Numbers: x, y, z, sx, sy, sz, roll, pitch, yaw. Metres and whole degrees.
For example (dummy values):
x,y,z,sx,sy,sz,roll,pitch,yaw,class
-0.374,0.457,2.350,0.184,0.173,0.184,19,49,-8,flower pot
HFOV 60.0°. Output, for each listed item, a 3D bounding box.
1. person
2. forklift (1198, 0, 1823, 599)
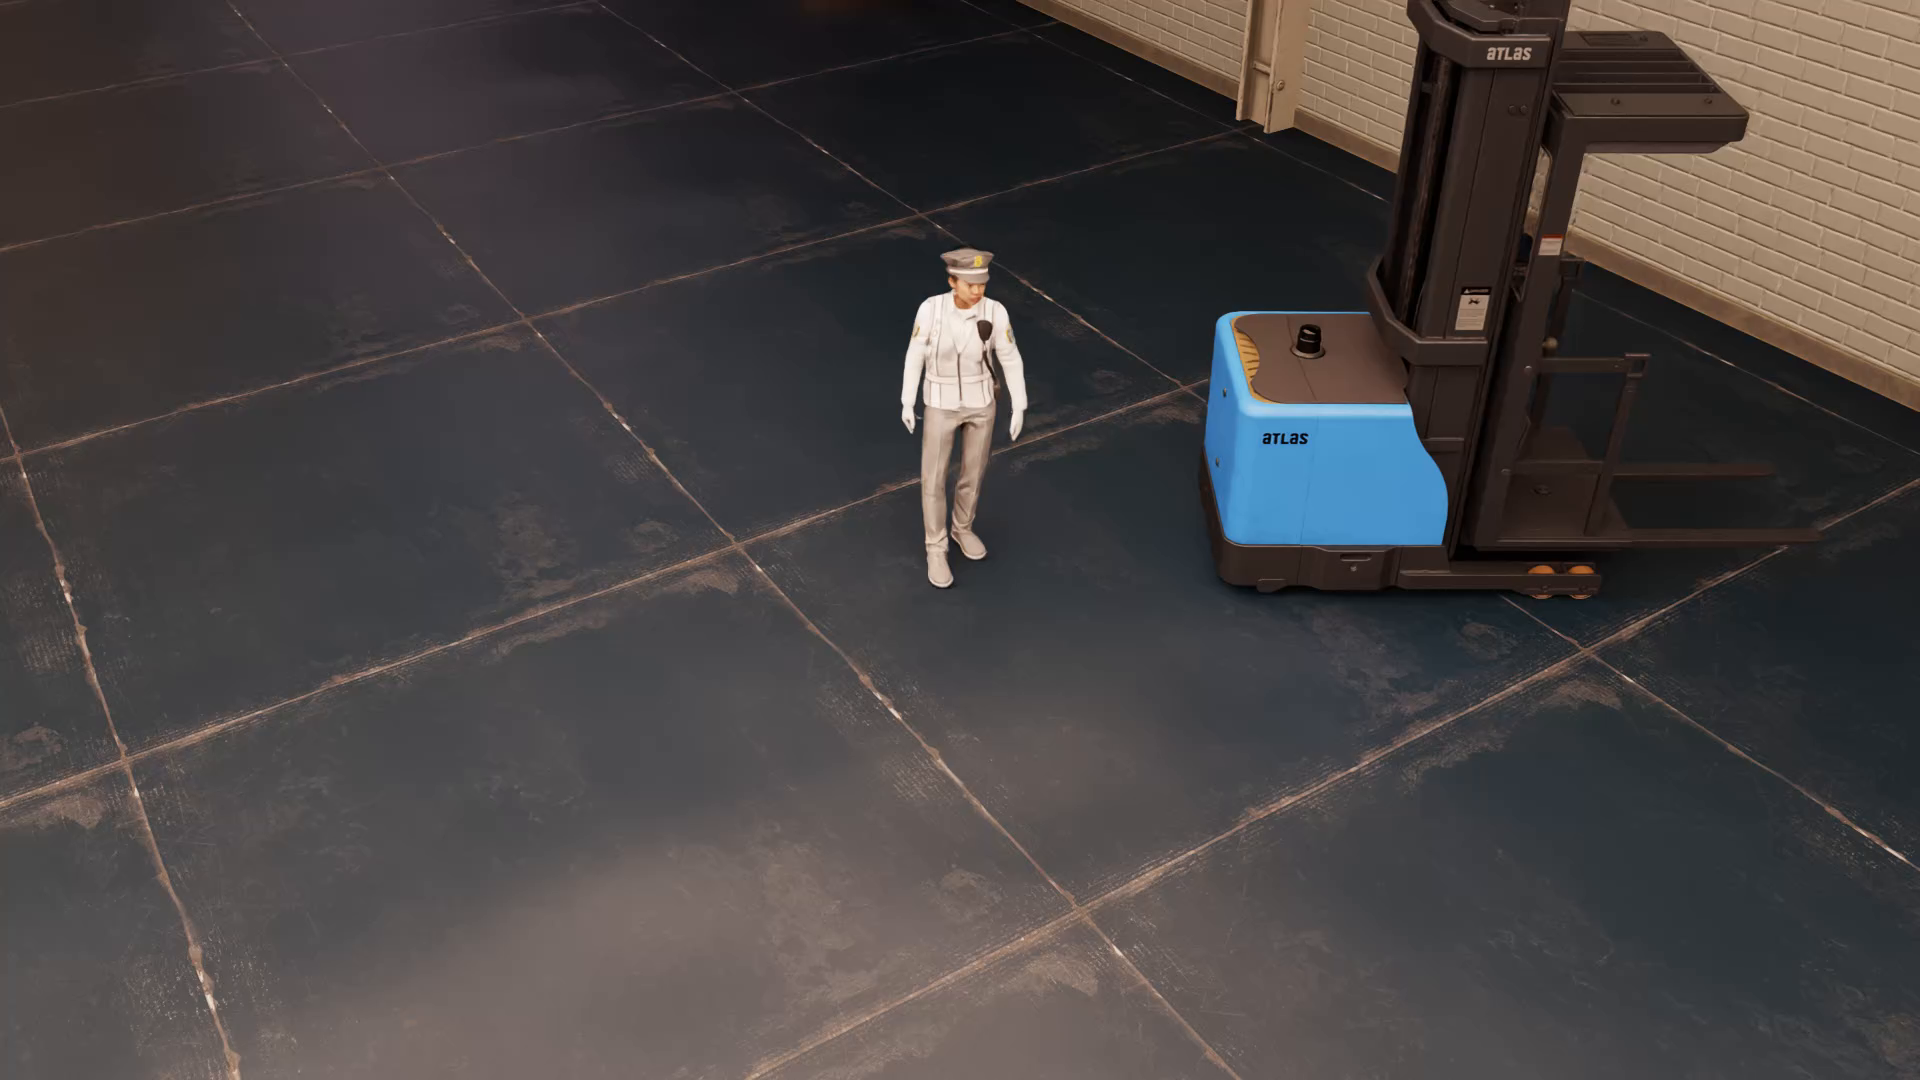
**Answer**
x,y,z,sx,sy,sz,roll,pitch,yaw,class
0.025,-0.596,8.086,0.614,1.681,0.556,-2,35,-2,person
2.806,-1.213,7.874,3.031,2.935,1.130,0,35,0,forklift
